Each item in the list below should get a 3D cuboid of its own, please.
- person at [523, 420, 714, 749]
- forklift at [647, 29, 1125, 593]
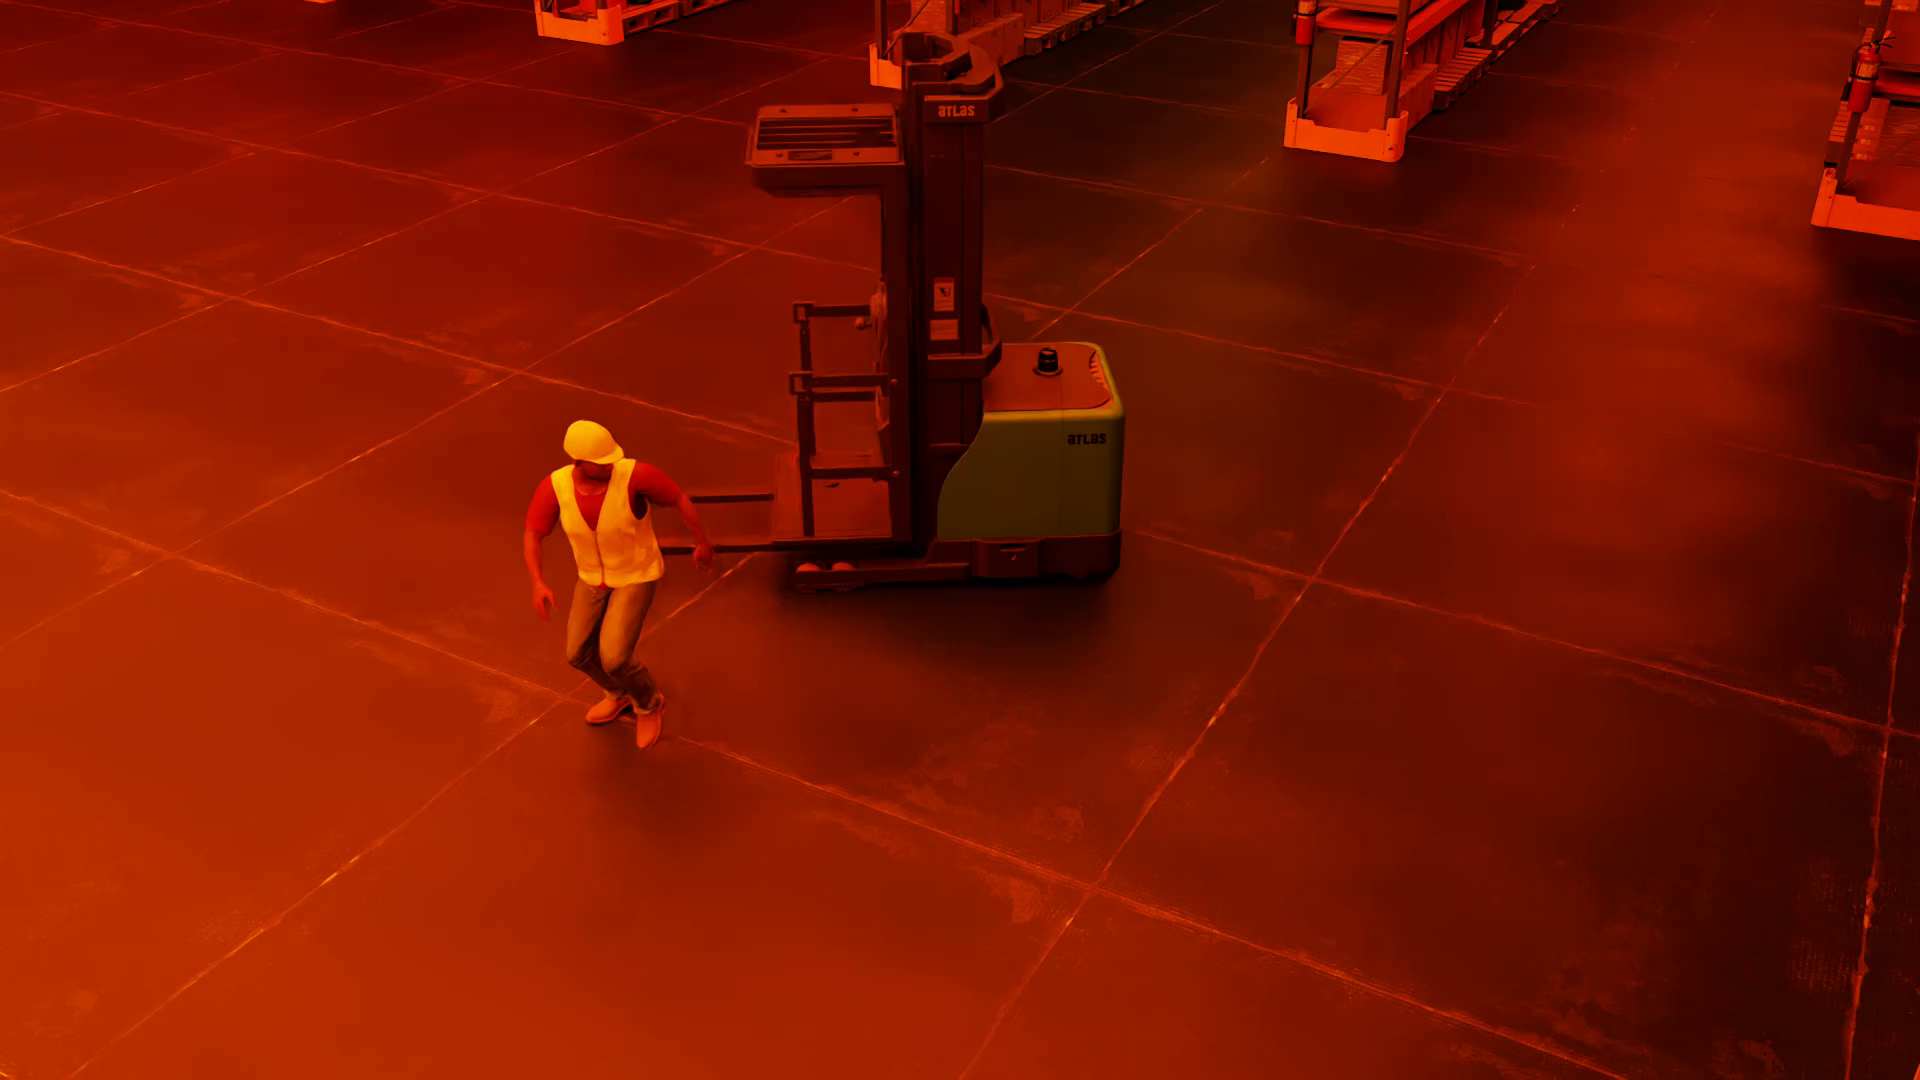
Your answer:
[{"bbox_3d":[-1.675,0.191,8.009,0.753,1.712,0.753,11,32,18],"label":"person"},{"bbox_3d":[-0.616,-1.241,9.220,3.031,2.935,1.130,-2,30,-3],"label":"forklift"}]
